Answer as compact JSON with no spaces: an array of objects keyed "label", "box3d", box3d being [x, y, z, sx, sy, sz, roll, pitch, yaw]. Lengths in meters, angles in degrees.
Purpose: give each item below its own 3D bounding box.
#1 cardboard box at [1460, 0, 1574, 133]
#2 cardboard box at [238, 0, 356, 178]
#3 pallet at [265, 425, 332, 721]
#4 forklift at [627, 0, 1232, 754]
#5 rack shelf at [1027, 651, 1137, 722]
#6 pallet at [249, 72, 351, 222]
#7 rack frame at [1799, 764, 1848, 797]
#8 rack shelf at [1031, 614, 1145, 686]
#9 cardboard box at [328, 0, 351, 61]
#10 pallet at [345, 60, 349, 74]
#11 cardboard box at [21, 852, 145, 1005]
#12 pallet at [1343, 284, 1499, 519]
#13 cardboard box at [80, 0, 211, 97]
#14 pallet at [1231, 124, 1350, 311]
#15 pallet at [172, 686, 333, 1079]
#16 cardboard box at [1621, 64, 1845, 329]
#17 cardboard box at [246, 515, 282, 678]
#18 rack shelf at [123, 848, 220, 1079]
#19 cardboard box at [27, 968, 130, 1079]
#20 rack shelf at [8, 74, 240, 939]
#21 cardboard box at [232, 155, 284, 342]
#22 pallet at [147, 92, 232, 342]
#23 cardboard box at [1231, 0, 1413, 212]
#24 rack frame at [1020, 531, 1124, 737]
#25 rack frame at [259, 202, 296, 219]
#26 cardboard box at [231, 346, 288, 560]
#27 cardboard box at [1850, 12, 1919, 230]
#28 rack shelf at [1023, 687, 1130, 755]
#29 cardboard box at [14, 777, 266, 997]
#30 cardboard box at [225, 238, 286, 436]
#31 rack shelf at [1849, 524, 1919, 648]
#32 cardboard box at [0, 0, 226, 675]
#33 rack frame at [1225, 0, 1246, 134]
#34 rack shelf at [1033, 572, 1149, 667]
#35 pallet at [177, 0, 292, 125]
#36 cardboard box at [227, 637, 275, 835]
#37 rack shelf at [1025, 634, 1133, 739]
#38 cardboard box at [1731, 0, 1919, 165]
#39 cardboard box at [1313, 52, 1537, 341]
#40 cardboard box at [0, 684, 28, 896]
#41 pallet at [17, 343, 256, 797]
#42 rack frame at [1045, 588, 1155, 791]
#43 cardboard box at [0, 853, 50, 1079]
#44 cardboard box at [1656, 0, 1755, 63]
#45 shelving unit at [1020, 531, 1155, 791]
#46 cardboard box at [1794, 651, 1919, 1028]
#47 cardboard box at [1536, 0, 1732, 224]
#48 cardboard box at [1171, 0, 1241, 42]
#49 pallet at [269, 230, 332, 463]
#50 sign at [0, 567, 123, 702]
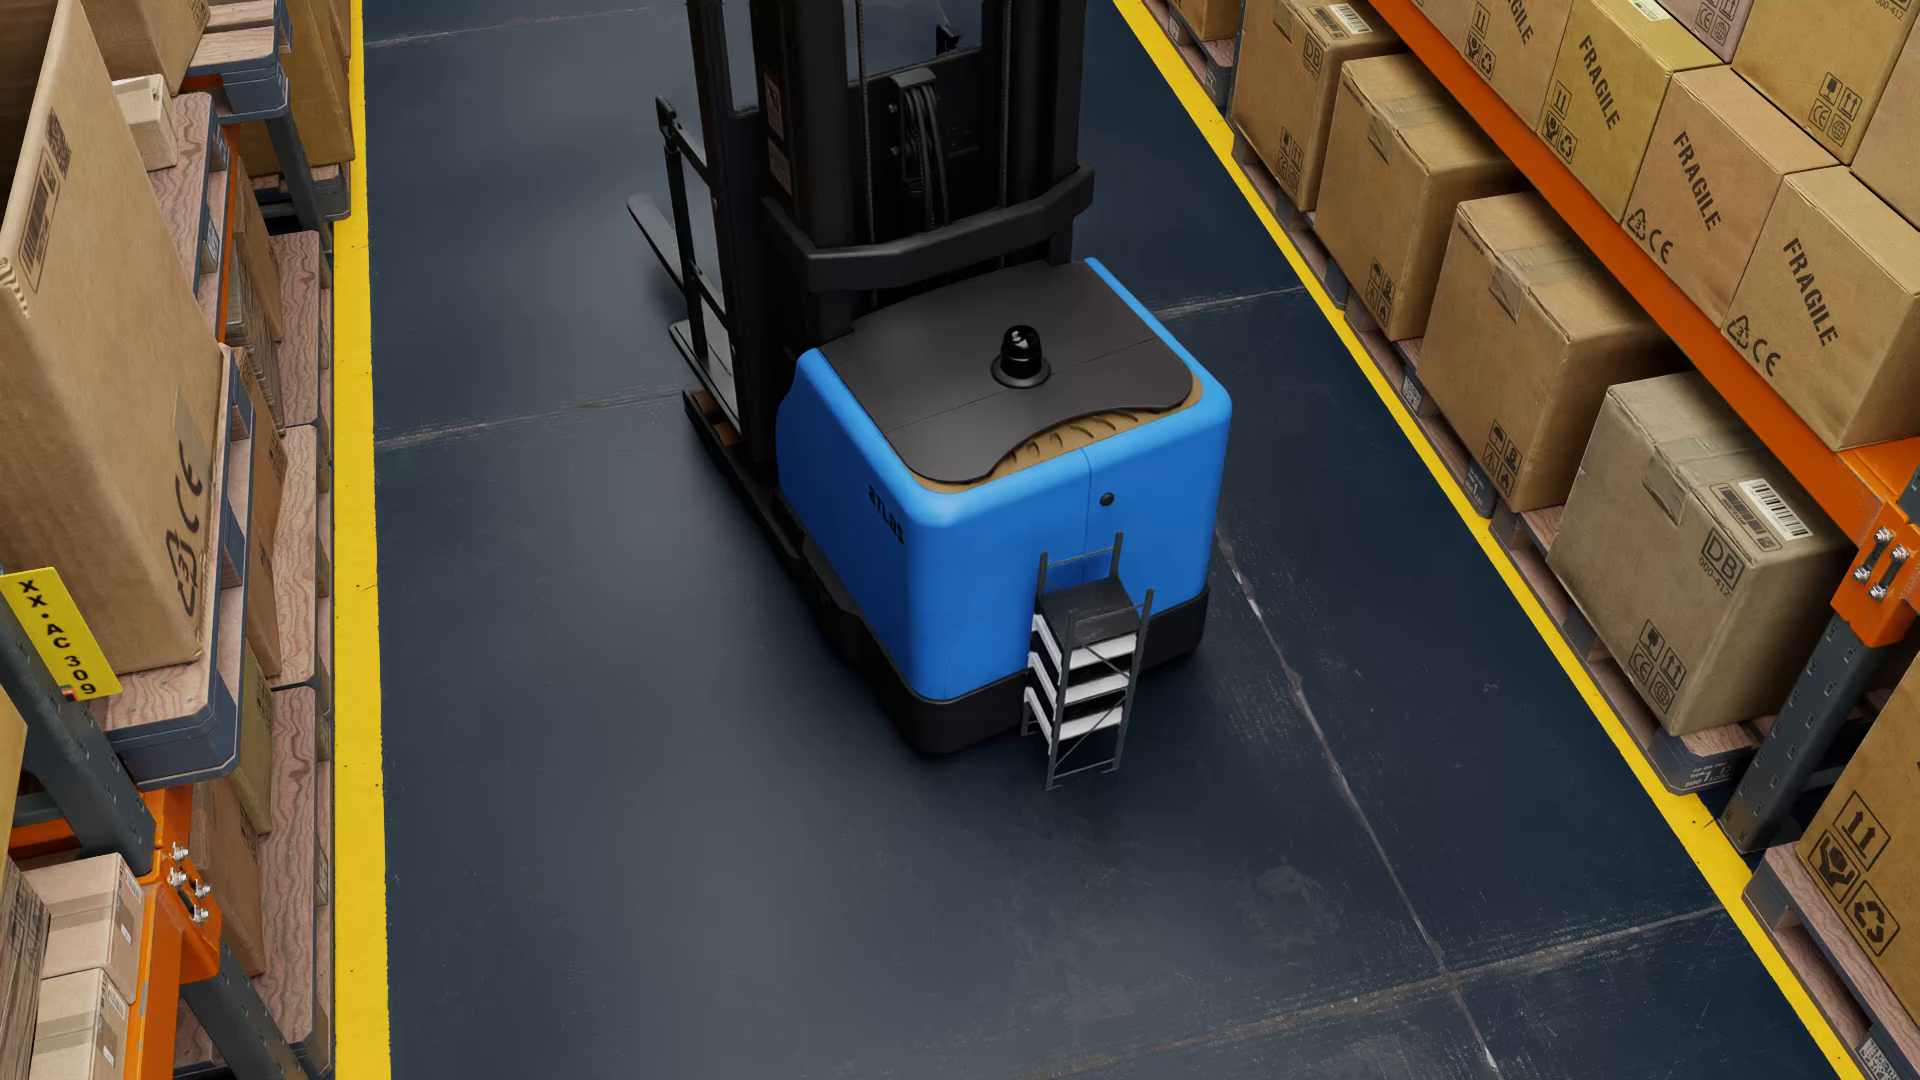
[{"label":"cardboard box","box3d":[1.956,-1.655,5.202,0.500,0.500,0.500,-11,47,-11]},{"label":"cardboard box","box3d":[-3.262,-2.069,6.871,1.225,0.875,0.875,-13,47,-12]},{"label":"pallet","box3d":[-2.599,0.171,5.435,1.003,0.211,1.213,-11,47,-10]},{"label":"forklift","box3d":[-3.876,-1.354,5.024,7.442,2.935,6.157,-21,49,-19]},{"label":"rack shelf","box3d":[0.348,0.387,4.775,0.258,0.077,0.200,-15,53,-14]},{"label":"pallet","box3d":[-3.235,-1.768,7.334,1.003,0.211,1.213,-11,47,-10]},{"label":"rack frame","box3d":[2.735,-0.260,3.905,0.949,2.616,0.053,-11,47,-10]},{"label":"rack shelf","box3d":[0.354,0.274,4.636,0.258,0.077,0.200,-15,53,-14]},{"label":"cardboard box","box3d":[-3.483,-2.686,7.476,1.225,0.875,0.875,-11,47,-10]},{"label":"pallet","box3d":[-3.544,-2.608,8.158,1.003,0.211,1.213,-11,47,-10]},{"label":"cardboard box","box3d":[-1.743,0.759,3.082,0.380,0.149,0.250,-11,47,-10]},{"label":"pallet","box3d":[2.152,-0.648,6.237,1.003,0.211,1.213,-11,47,-10]},{"label":"cardboard box","box3d":[-2.689,-1.635,4.888,0.700,0.500,0.500,-4,46,-4]},{"label":"pallet","box3d":[1.844,-1.488,7.061,1.003,0.211,1.213,-11,47,-10]},{"label":"pallet","box3d":[-2.283,1.015,4.608,1.003,0.211,1.213,-11,47,-10]},{"label":"cardboard box","box3d":[2.217,-0.956,4.517,0.500,0.500,0.500,-11,47,-11]},{"label":"cardboard box","box3d":[-2.466,0.150,4.945,0.700,0.500,0.500,-14,47,-14]},{"label":"rack shelf","box3d":[-1.570,2.209,1.989,1.077,0.370,4.000,-11,47,-10]},{"label":"cardboard box","box3d":[-1.688,0.933,2.911,0.380,0.149,0.250,-11,47,-10]},{"label":"rack shelf","box3d":[-2.594,-0.553,4.695,1.077,0.370,4.000,-11,47,-10]},{"label":"cardboard box","box3d":[-2.915,-1.006,6.077,0.700,0.500,0.500,-13,47,-12]},{"label":"pallet","box3d":[-2.560,-0.759,4.528,1.003,0.211,1.213,-11,47,-10]},{"label":"cardboard box","box3d":[0.328,0.007,4.582,5.455,1.239,5.693,-11,47,-11]},{"label":"rack frame","box3d":[0.314,0.292,4.809,0.240,0.900,0.006,-15,53,-14]},{"label":"rack frame","box3d":[-3.103,-2.186,5.792,0.949,2.616,0.053,-11,47,-10]},{"label":"cardboard box","box3d":[-2.609,-0.235,5.322,0.700,0.500,0.500,-7,46,-7]},{"label":"cardboard box","box3d":[2.606,-0.988,3.848,0.700,0.500,0.500,-11,47,-11]},{"label":"rack shelf","box3d":[0.342,0.501,4.914,0.258,0.077,0.200,-15,53,-14]},{"label":"cardboard box","box3d":[-2.218,0.869,4.240,0.700,0.500,0.500,-14,47,-13]},{"label":"cardboard box","box3d":[-2.761,-0.625,5.704,0.700,0.500,0.500,-14,47,-14]},{"label":"rack shelf","box3d":[3.251,1.372,2.809,1.077,0.370,4.000,-11,47,-10]},{"label":"cardboard box","box3d":[-2.150,-0.355,3.284,1.000,1.000,1.000,-10,46,-10]},{"label":"rack frame","box3d":[1.715,-3.023,6.612,1.000,3.000,0.127,-11,47,-10]},{"label":"rack shelf","box3d":[6.735,-0.125,3.176,11.731,3.085,5.698,-15,53,-14]},{"label":"pallet","box3d":[-2.821,-1.646,5.397,1.213,0.211,1.003,-11,47,-10]},{"label":"cardboard box","box3d":[-2.322,0.537,4.566,0.700,0.500,0.500,-11,47,-11]},{"label":"rack shelf","box3d":[0.348,0.389,4.777,0.258,0.252,0.200,-15,53,-14]},{"label":"cardboard box","box3d":[2.472,-1.342,4.195,0.700,0.500,0.500,-11,47,-11]},{"label":"cardboard box","box3d":[2.011,-1.342,6.246,1.050,0.750,0.750,-10,46,-10]},{"label":"cardboard box","box3d":[-1.701,0.347,2.331,0.500,0.500,0.500,-11,47,-10]},{"label":"pallet","box3d":[-2.137,0.089,3.697,1.003,0.211,1.213,-11,47,-10]},{"label":"rack frame","box3d":[0.384,0.441,4.690,0.240,0.900,0.006,-15,53,-14]},{"label":"cardboard box","box3d":[-2.026,0.759,2.628,0.875,0.500,0.500,-11,47,-10]},{"label":"cardboard box","box3d":[2.343,-1.691,4.537,0.700,0.500,0.500,-10,46,-10]},{"label":"shelving unit","box3d":[6.723,0.078,3.429,11.731,3.733,5.703,-15,53,-14]},{"label":"cardboard box","box3d":[2.832,0.783,4.076,0.875,0.875,0.875,-10,46,-10]},{"label":"cardboard box","box3d":[2.088,-1.305,4.859,0.500,0.500,0.500,-10,46,-10]},{"label":"cardboard box","box3d":[1.293,-2.701,7.753,0.500,0.500,0.500,-11,47,-11]},{"label":"pallet","box3d":[-10.761,-1.232,6.809,15.783,0.211,6.755,-11,47,-10]},{"label":"sign","box3d":[-1.559,0.169,2.878,0.100,0.325,0.005,-11,47,-10]}]
